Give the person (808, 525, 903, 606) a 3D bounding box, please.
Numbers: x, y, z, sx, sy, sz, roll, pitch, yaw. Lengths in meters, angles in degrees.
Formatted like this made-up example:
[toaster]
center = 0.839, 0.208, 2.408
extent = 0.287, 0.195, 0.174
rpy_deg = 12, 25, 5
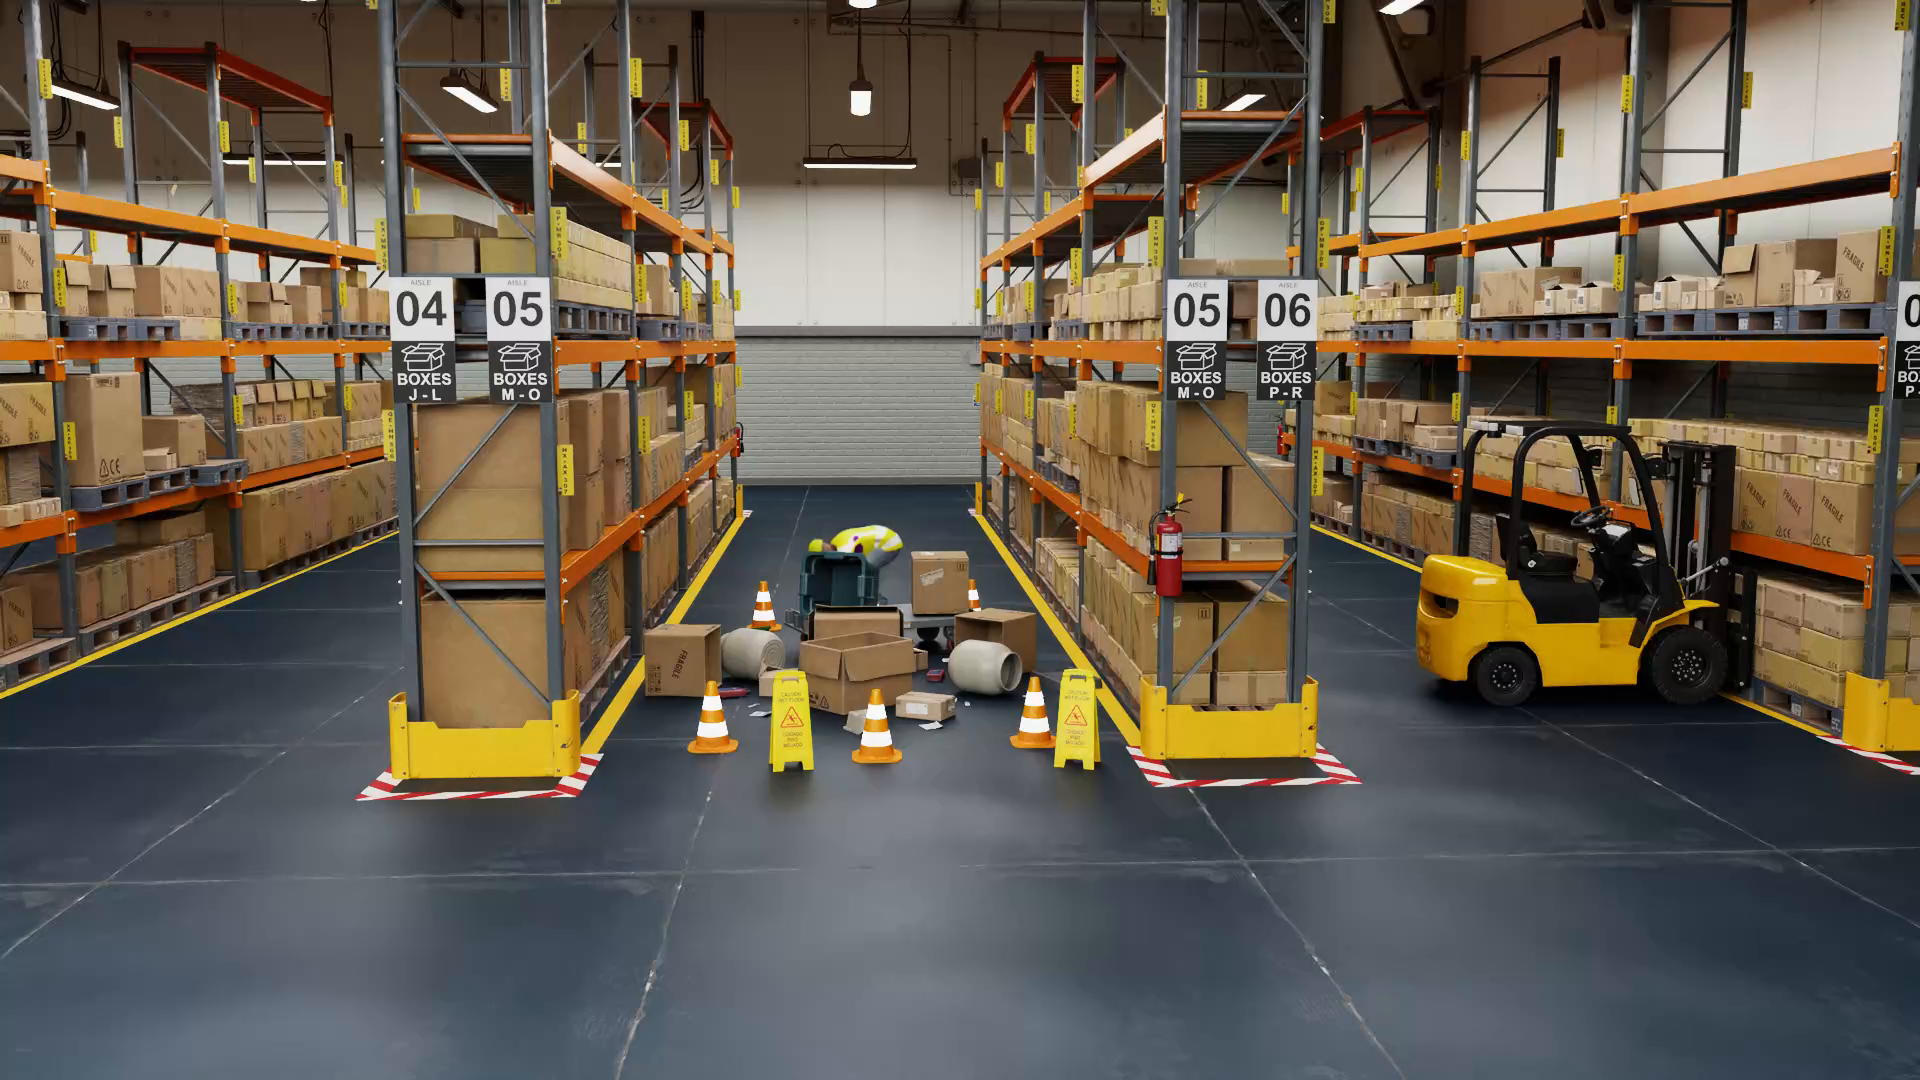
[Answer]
[person]
center = -1.083, 0.307, 17.266
extent = 0.977, 0.907, 0.510
rpy_deg = -1, 7, -6
